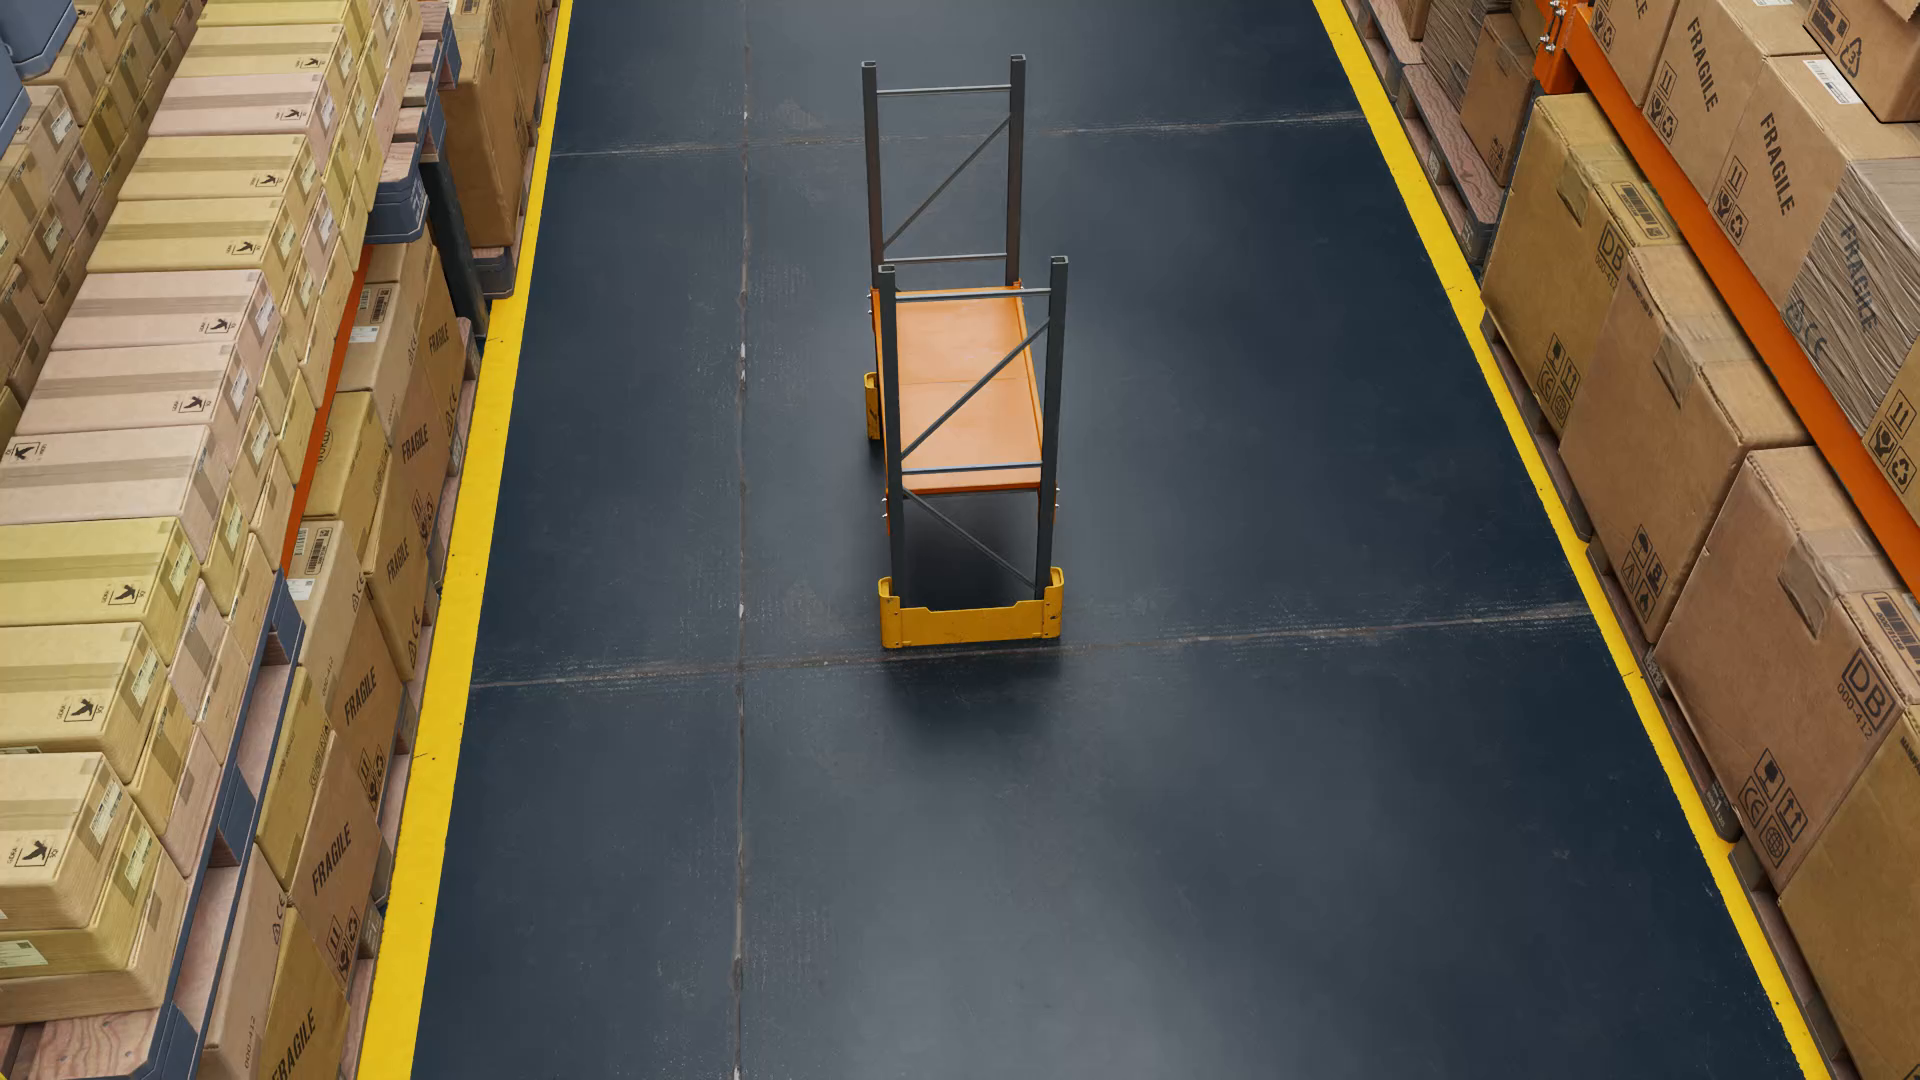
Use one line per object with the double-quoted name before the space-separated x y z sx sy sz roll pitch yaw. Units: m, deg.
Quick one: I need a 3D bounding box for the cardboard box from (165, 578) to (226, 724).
"cardboard box" -1.637 0.218 3.156 0.380 0.149 0.250 -2 47 -2

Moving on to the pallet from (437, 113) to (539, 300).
"pallet" -2.342 -1.445 6.973 1.003 0.211 1.213 -3 47 -3

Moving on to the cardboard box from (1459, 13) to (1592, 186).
"cardboard box" 2.524 -1.832 6.838 0.700 0.500 0.500 -6 47 -5

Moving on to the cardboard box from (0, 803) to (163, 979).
"cardboard box" -1.591 0.592 2.802 0.380 0.149 0.250 -3 47 -3

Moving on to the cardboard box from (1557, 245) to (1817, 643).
"cardboard box" 2.704 -0.325 5.166 1.225 0.875 0.875 -3 47 -3

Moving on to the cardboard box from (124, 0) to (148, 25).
"cardboard box" -2.481 -1.551 4.627 0.380 0.149 0.250 -5 47 -4

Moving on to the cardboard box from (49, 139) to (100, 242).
"cardboard box" -2.419 -0.875 4.192 0.380 0.149 0.250 -3 47 -3

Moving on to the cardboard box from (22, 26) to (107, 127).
"cardboard box" -2.443 -1.181 4.277 0.380 0.149 0.250 -5 47 -5

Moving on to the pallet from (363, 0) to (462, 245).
"pallet" -2.186 -1.253 5.003 1.213 0.211 1.003 -3 47 -3

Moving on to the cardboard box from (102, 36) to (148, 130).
"cardboard box" -2.461 -1.238 4.535 0.380 0.149 0.250 -5 47 -5

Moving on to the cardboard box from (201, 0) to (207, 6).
"cardboard box" -2.657 -2.172 5.673 0.500 0.500 0.500 -3 47 -3

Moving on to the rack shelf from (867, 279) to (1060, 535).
"rack shelf" -0.007 -0.454 5.395 0.538 0.185 1.000 -3 47 -3

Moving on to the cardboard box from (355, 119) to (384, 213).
"cardboard box" -1.794 -1.011 4.525 0.380 0.149 0.250 -4 47 -4

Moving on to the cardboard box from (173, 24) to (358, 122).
"cardboard box" -1.787 -1.200 4.295 0.380 0.149 0.250 -2 47 -2

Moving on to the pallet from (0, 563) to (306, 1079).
"pallet" -1.936 0.570 3.277 1.003 0.211 1.213 -3 47 -3

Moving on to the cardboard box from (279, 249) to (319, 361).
"cardboard box" -1.724 -0.539 3.874 0.380 0.149 0.250 -4 47 -4

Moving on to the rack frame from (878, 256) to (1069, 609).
"rack frame" 0.035 -0.210 4.916 0.500 1.500 0.032 -3 47 -3

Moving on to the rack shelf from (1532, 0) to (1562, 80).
"rack shelf" 2.432 -3.257 7.264 1.077 0.370 4.000 -3 47 -3

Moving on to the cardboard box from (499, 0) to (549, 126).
"cardboard box" -2.389 -2.278 7.101 1.050 0.750 0.750 -3 47 -3

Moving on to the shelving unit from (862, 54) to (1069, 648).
"shelving unit" -0.006 -0.571 5.258 0.587 1.500 1.083 -3 47 -3

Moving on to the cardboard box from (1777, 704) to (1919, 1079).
"cardboard box" 2.861 0.962 3.948 1.225 0.875 0.875 -3 47 -3

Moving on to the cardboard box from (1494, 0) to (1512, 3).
"cardboard box" 2.459 -2.473 6.928 0.500 0.250 0.500 1 47 1

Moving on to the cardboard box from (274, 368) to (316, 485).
"cardboard box" -1.706 -0.250 3.805 0.380 0.149 0.250 -4 47 -4

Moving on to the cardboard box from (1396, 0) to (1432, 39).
"cardboard box" 2.410 -2.642 7.605 0.700 0.500 0.500 0 47 0

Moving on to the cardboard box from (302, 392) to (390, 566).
"cardboard box" -1.953 -0.159 4.750 0.500 0.250 0.500 -2 47 -2

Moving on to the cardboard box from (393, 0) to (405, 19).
"cardboard box" -1.856 -1.659 4.934 0.380 0.149 0.250 -3 47 -2

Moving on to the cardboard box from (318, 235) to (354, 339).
"cardboard box" -1.750 -0.629 4.164 0.380 0.149 0.250 -2 47 -2

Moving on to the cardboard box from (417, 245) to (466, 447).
"cardboard box" -2.036 -0.653 5.735 0.500 0.500 0.500 -4 47 -3

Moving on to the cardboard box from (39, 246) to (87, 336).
"cardboard box" -2.402 -0.591 4.128 0.380 0.149 0.250 -3 47 -3

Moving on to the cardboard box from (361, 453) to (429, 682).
"cardboard box" -1.936 0.104 5.018 0.500 0.500 0.500 -5 47 -5

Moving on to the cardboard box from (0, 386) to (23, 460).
"cardboard box" -2.359 -0.210 3.767 0.380 0.149 0.250 -2 47 -2

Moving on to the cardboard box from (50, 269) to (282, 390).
"cardboard box" -1.700 -0.445 3.580 0.380 0.149 0.250 -2 47 -2

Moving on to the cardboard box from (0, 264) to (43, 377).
"cardboard box" -2.375 -0.500 3.837 0.380 0.149 0.250 -2 47 -2

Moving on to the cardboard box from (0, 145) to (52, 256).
"cardboard box" -2.394 -0.794 3.910 0.380 0.149 0.250 -2 47 -2

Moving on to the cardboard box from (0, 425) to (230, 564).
"cardboard box" -1.658 -0.078 3.232 0.380 0.149 0.250 -4 47 -4

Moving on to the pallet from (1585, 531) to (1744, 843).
"pallet" 2.690 0.358 5.266 1.003 0.211 1.213 -3 47 -3

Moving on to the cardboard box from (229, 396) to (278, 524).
"cardboard box" -1.684 -0.165 3.519 0.380 0.149 0.250 -2 47 -2

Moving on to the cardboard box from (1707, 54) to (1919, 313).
"cardboard box" 2.461 -0.980 4.543 0.500 0.500 0.500 -4 47 -4

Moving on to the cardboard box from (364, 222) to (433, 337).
"cardboard box" -2.033 -0.892 5.445 0.500 0.250 0.500 -4 47 -4

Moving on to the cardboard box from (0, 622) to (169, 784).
"cardboard box" -1.621 0.289 2.885 0.380 0.149 0.250 -2 47 -2

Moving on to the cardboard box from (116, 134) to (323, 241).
"cardboard box" -1.747 -0.829 3.943 0.380 0.149 0.250 -1 47 -1

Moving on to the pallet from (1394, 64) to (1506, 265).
"pallet" 2.536 -1.663 7.180 1.003 0.211 1.213 -3 47 -3

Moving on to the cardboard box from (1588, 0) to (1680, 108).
"cardboard box" 2.369 -1.723 5.247 0.500 0.500 0.500 -2 47 -2

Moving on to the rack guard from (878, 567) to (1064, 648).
"rack guard" 0.035 0.219 5.370 0.587 0.250 0.087 -3 47 -3

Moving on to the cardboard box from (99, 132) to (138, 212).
"cardboard box" -2.446 -0.966 4.483 0.380 0.149 0.250 -2 47 -1

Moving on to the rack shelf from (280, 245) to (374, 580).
"rack shelf" -2.184 -0.134 4.307 1.077 0.370 4.000 -3 47 -3

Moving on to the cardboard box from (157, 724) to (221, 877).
"cardboard box" -1.620 0.494 3.100 0.380 0.149 0.250 -3 47 -3

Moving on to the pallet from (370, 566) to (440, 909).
"pallet" -2.188 0.576 5.059 1.003 0.211 1.213 -3 47 -3

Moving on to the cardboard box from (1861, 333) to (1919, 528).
"cardboard box" 2.538 -0.255 3.857 0.500 0.500 0.500 -4 47 -4

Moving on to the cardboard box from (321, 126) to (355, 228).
"cardboard box" -1.769 -0.915 4.229 0.380 0.149 0.250 -4 47 -4

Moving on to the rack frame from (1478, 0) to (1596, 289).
"rack frame" 2.600 -2.057 5.632 1.000 3.000 0.127 -3 47 -3

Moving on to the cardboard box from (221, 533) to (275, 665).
"cardboard box" -1.657 0.131 3.443 0.380 0.149 0.250 -3 47 -3

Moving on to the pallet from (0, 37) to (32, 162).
"pallet" -1.962 -0.354 2.083 1.213 0.211 1.003 -3 47 -3

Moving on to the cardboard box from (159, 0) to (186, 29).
"cardboard box" -2.511 -1.627 4.904 0.380 0.149 0.250 -2 47 -2

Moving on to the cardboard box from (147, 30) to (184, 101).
"cardboard box" -2.493 -1.356 4.852 0.380 0.149 0.250 -1 47 -1

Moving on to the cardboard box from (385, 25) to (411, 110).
"cardboard box" -1.833 -1.378 4.873 0.380 0.149 0.250 -4 47 -3

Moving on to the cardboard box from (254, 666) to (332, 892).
"cardboard box" -1.862 0.587 4.044 0.500 0.250 0.500 -2 47 -2

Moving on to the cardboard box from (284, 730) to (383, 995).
"cardboard box" -1.860 0.847 4.314 0.500 0.500 0.500 -2 47 -1

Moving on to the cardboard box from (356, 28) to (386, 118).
"cardboard box" -1.808 -1.276 4.571 0.380 0.149 0.250 -2 47 -2

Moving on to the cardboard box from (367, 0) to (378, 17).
"cardboard box" -1.835 -1.583 4.657 0.380 0.149 0.250 -4 47 -4
